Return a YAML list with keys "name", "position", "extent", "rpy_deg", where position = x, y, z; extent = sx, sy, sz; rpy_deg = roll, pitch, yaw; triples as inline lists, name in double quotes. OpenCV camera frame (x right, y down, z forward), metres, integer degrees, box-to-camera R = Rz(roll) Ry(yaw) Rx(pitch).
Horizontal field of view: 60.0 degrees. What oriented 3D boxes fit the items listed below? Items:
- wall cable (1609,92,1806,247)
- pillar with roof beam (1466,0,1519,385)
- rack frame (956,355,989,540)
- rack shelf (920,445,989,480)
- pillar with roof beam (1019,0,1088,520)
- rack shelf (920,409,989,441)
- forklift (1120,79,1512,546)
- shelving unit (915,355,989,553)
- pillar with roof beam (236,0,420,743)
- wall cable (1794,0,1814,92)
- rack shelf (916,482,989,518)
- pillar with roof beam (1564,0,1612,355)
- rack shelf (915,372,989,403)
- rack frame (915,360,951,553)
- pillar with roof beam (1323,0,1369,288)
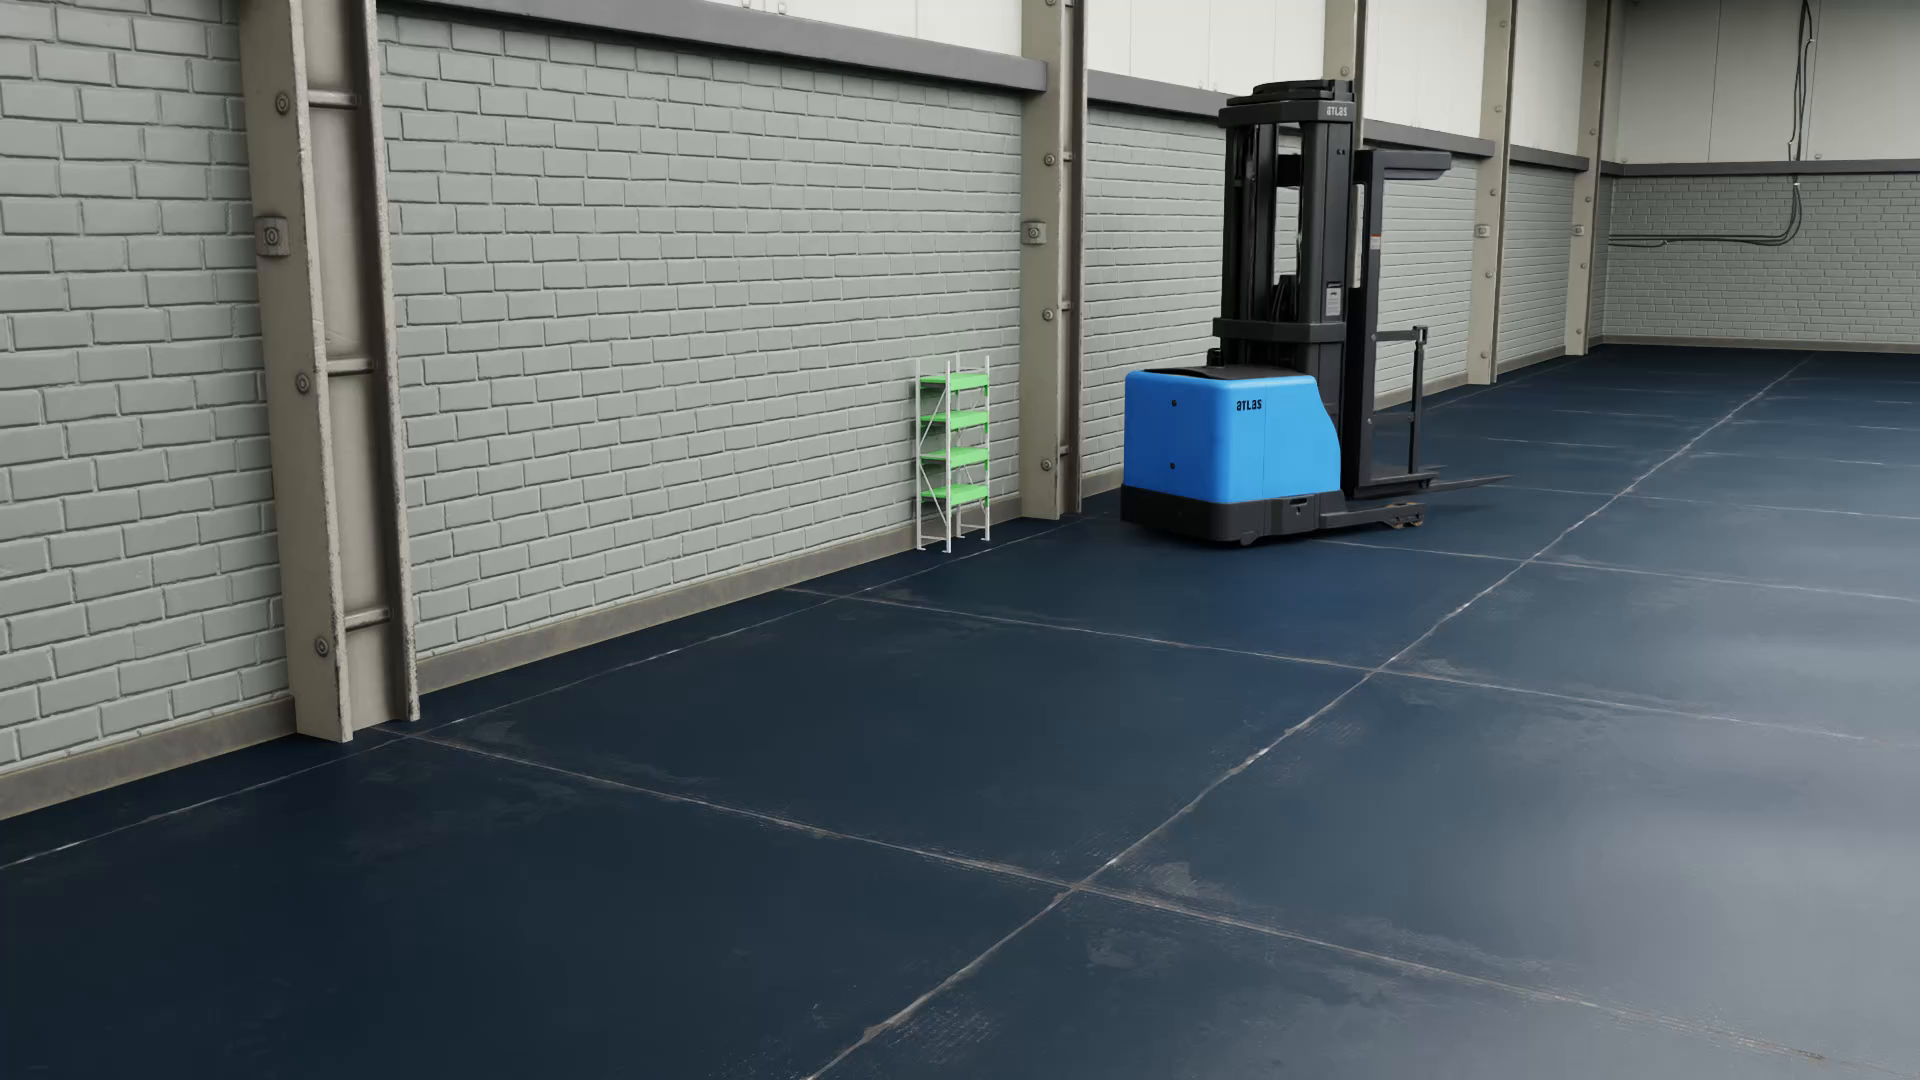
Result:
- name: "wall cable"
  position: [12.646, -6.251, 28.245]
  extent: [3.097, 2.526, 0.112]
  rpy_deg: [6, 12, 31]
- name: "pillar with roof beam"
  position: [10.550, -6.086, 18.922]
  extent: [9.100, 9.000, 0.400]
  rpy_deg: [6, 12, 31]
- name: "rack frame"
  position: [0.081, -0.598, 10.801]
  extent: [0.240, 1.200, 0.015]
  rpy_deg: [6, 12, 30]
- name: "rack shelf"
  position: [-0.043, -0.497, 10.607]
  extent: [0.258, 0.148, 0.480]
  rpy_deg: [6, 12, 30]
- name: "pillar with roof beam"
  position: [4.320, -4.199, 8.841]
  extent: [9.100, 9.000, 0.400]
  rpy_deg: [6, 12, 31]
- name: "rack shelf"
  position: [-0.044, -0.733, 10.563]
  extent: [0.258, 0.148, 0.480]
  rpy_deg: [6, 12, 30]
- name: "forklift"
  position: [2.593, -1.588, 11.384]
  extent: [3.031, 2.935, 1.130]
  rpy_deg: [-7, 13, -33]
- name: "shelving unit"
  position: [-0.044, -0.560, 10.595]
  extent: [0.258, 1.200, 0.503]
  rpy_deg: [6, 12, 30]
- name: "pillar with roof beam"
  position: [1.205, -3.255, 3.801]
  extent: [9.100, 9.000, 0.400]
  rpy_deg: [6, 12, 31]
- name: "wall cable"
  position: [14.958, -8.475, 26.400]
  extent: [3.097, 2.526, 0.112]
  rpy_deg: [6, 12, 31]
- name: "rack shelf"
  position: [-0.042, -0.261, 10.650]
  extent: [0.258, 0.148, 0.480]
  rpy_deg: [6, 12, 30]
- name: "pillar with roof beam"
  position: [13.666, -7.029, 23.962]
  extent: [9.100, 9.000, 0.400]
  rpy_deg: [6, 12, 31]
- name: "rack shelf"
  position: [-0.045, -0.969, 10.519]
  extent: [0.258, 0.148, 0.480]
  rpy_deg: [6, 12, 30]
- name: "rack frame"
  position: [-0.168, -0.521, 10.389]
  extent: [0.240, 1.200, 0.015]
  rpy_deg: [6, 12, 30]
- name: "pillar with roof beam"
  position: [7.435, -5.142, 13.881]
  extent: [9.100, 9.000, 0.400]
  rpy_deg: [6, 12, 31]
